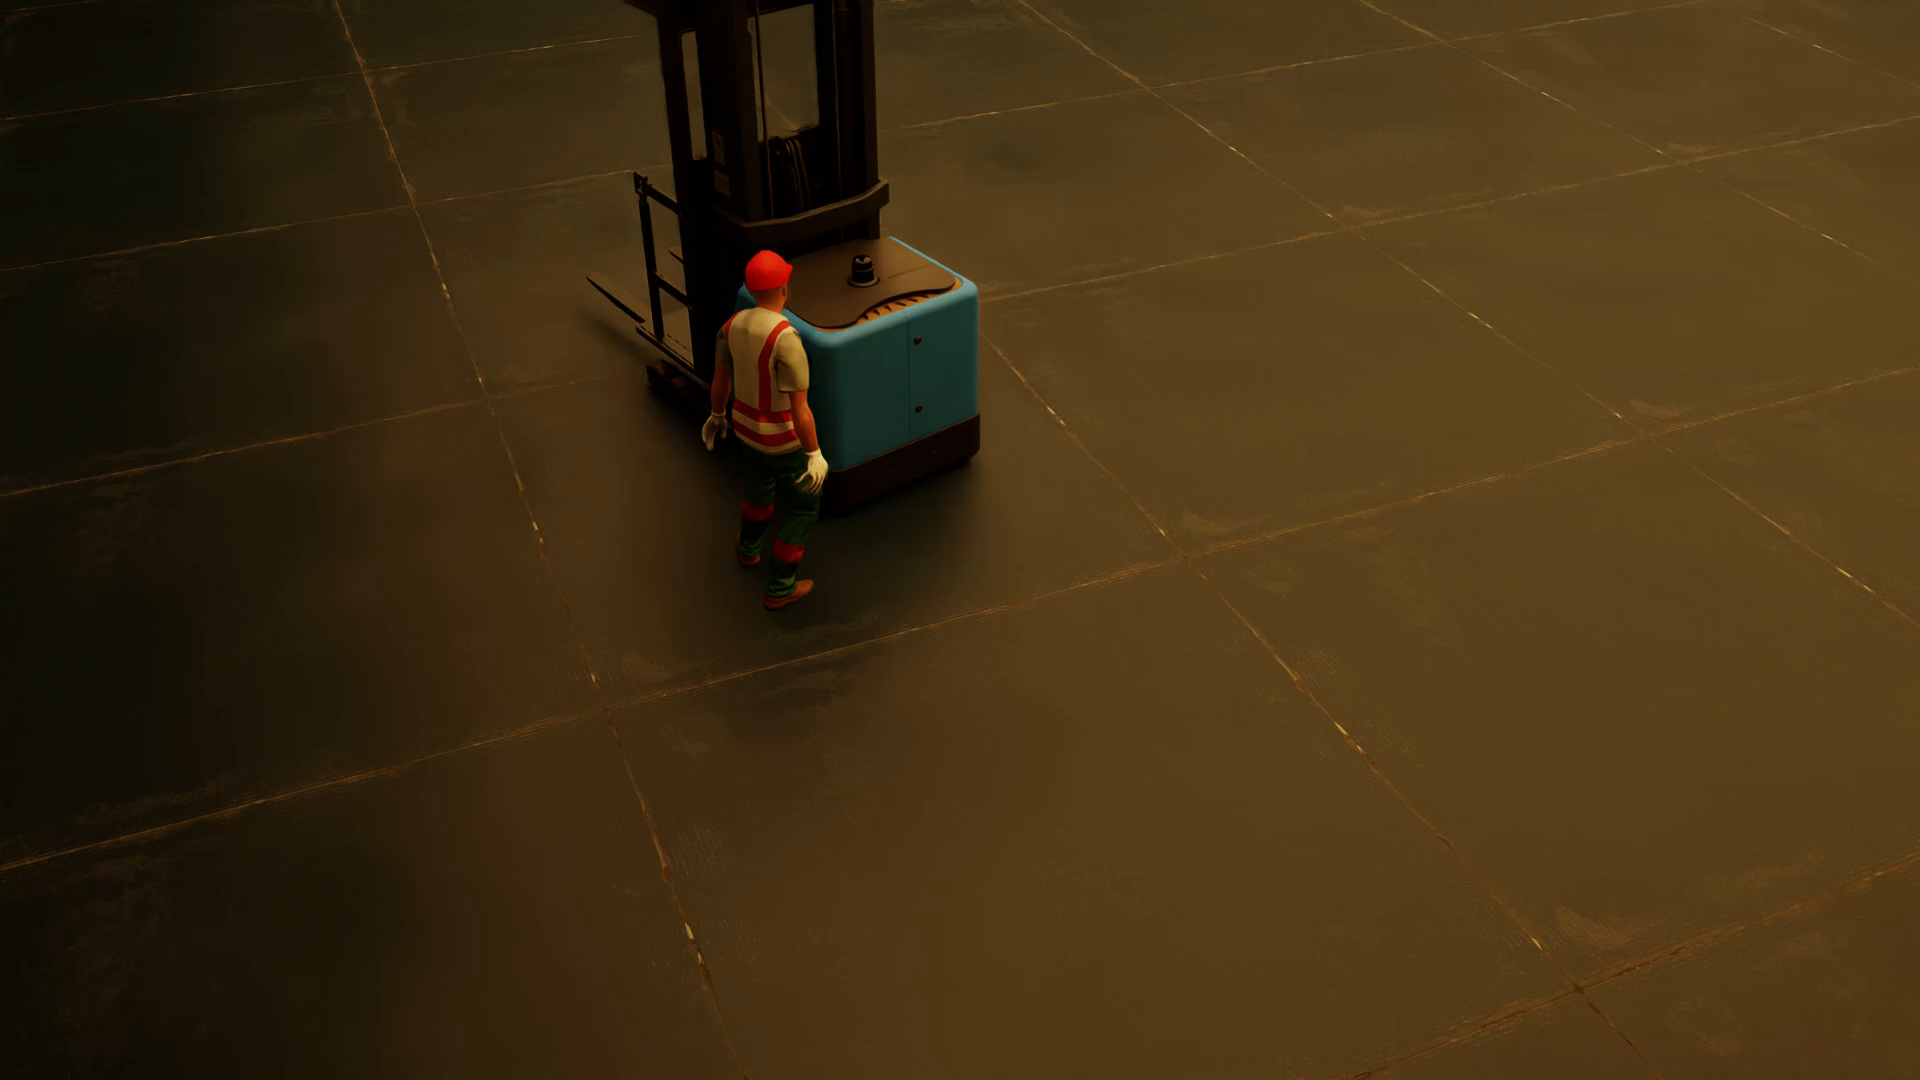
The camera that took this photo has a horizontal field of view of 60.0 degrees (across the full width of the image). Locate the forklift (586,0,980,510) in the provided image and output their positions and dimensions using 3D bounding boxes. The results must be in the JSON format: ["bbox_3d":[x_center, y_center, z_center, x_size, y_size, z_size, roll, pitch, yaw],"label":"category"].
[{"bbox_3d":[-1.195,-2.144,9.114,1.130,2.935,3.031,-25,42,-30],"label":"forklift"}]

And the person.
[{"bbox_3d":[-0.876,-0.510,7.869,0.460,1.750,0.885,-28,44,-34],"label":"person"}]
